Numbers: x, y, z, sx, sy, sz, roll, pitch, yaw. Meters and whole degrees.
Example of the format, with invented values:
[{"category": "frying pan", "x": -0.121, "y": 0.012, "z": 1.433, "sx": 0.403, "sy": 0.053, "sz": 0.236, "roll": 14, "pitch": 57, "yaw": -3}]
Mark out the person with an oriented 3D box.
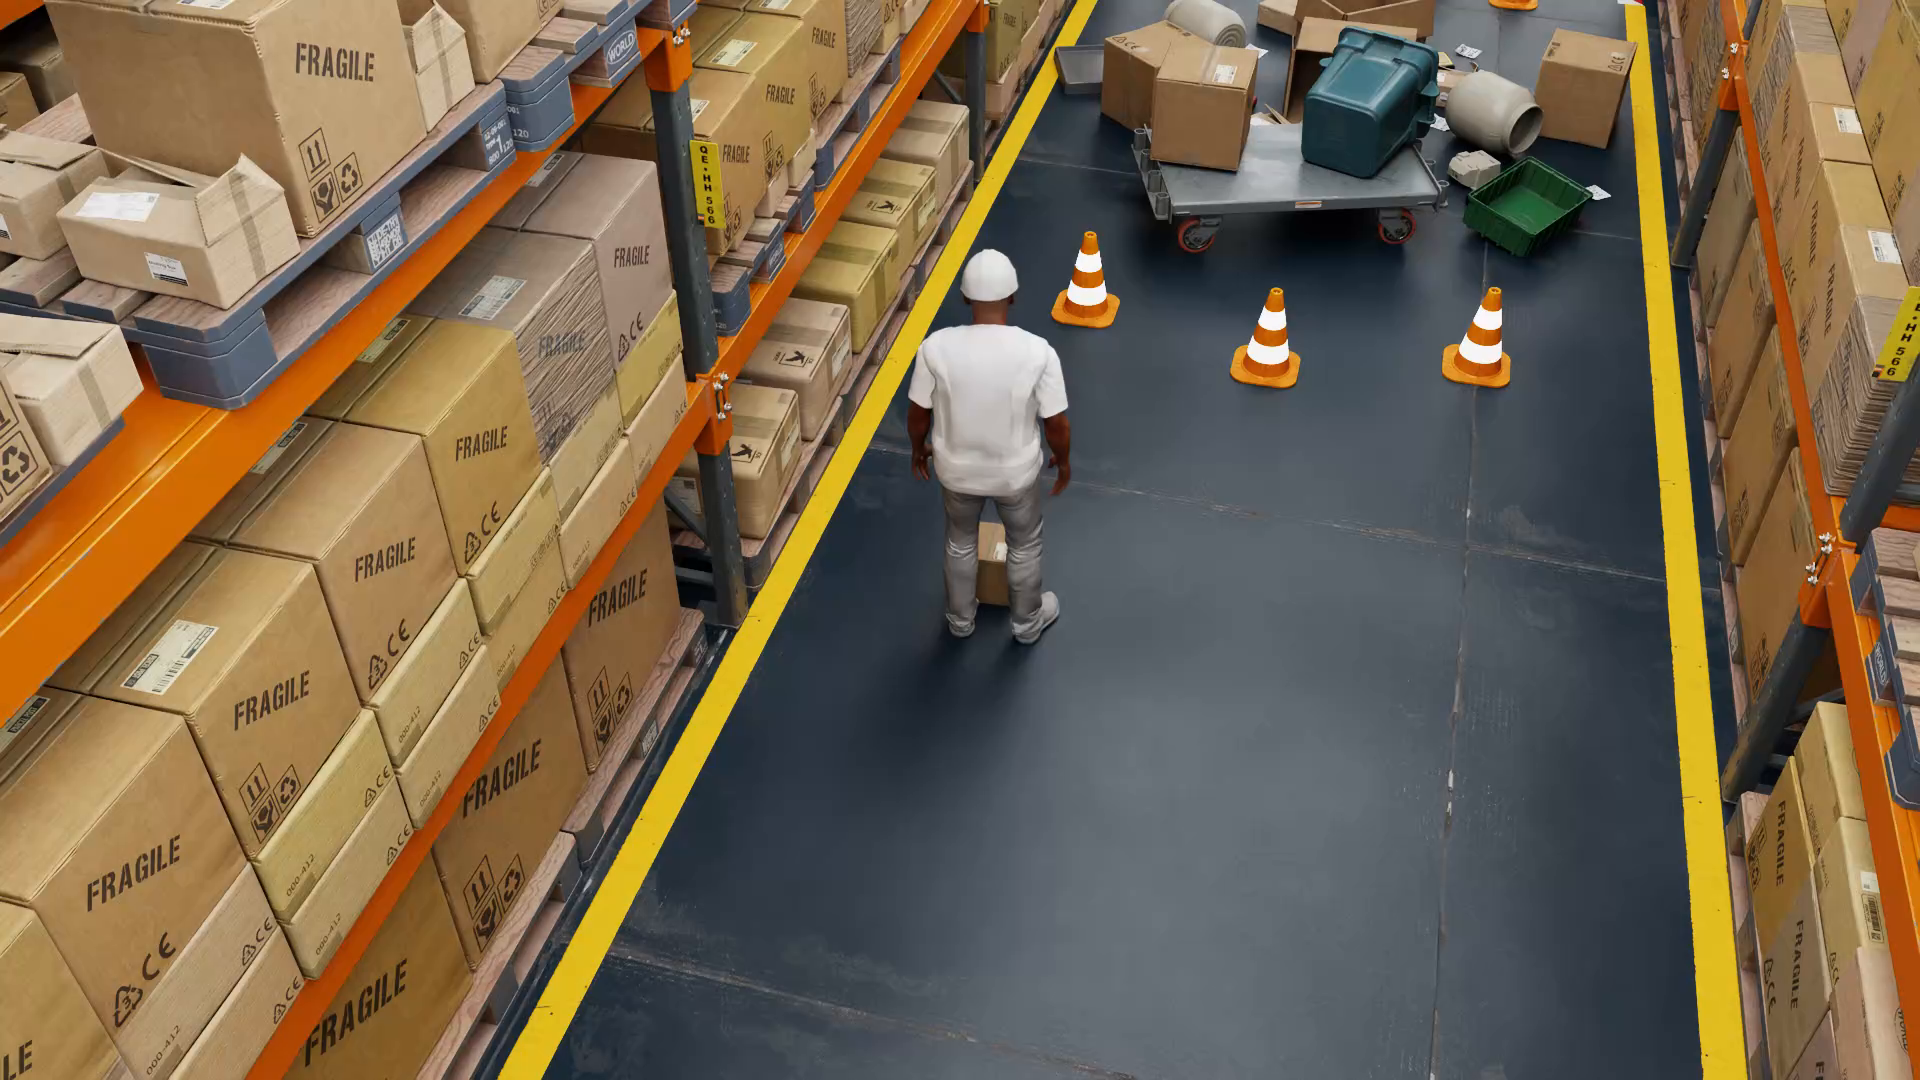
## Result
[{"category": "person", "x": 0.118, "y": -0.323, "z": 6.517, "sx": 0.637, "sy": 1.761, "sz": 0.456, "roll": 7, "pitch": 41, "yaw": 8}]
